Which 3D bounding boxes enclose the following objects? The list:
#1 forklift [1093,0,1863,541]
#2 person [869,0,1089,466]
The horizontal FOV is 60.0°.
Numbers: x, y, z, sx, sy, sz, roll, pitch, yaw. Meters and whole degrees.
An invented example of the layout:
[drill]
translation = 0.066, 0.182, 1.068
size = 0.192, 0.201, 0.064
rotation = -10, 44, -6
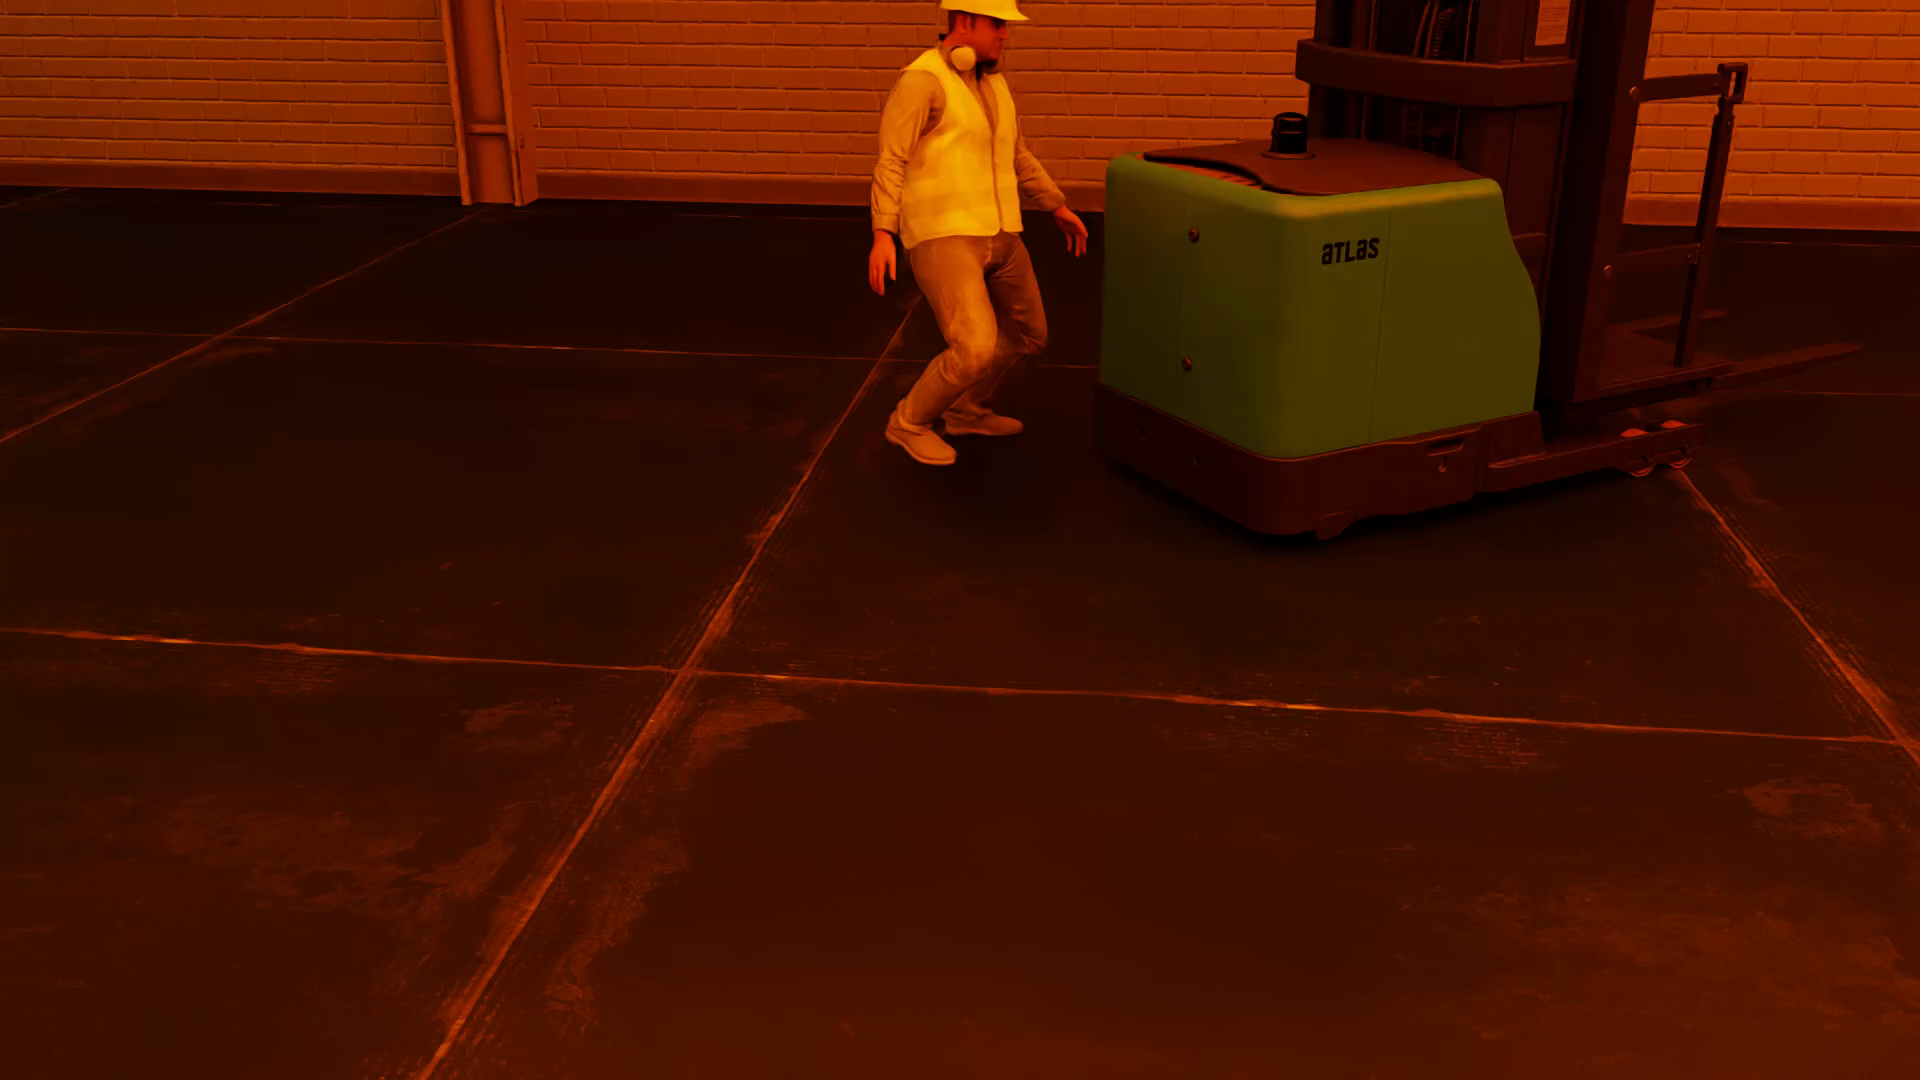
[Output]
[forklift]
translation = 2.005, -1.735, 5.563
size = 3.031, 2.935, 1.130
rotation = -12, 25, -26
[person]
translation = 0.047, -1.039, 5.558
size = 0.594, 1.671, 0.916
rotation = 18, 28, 37
